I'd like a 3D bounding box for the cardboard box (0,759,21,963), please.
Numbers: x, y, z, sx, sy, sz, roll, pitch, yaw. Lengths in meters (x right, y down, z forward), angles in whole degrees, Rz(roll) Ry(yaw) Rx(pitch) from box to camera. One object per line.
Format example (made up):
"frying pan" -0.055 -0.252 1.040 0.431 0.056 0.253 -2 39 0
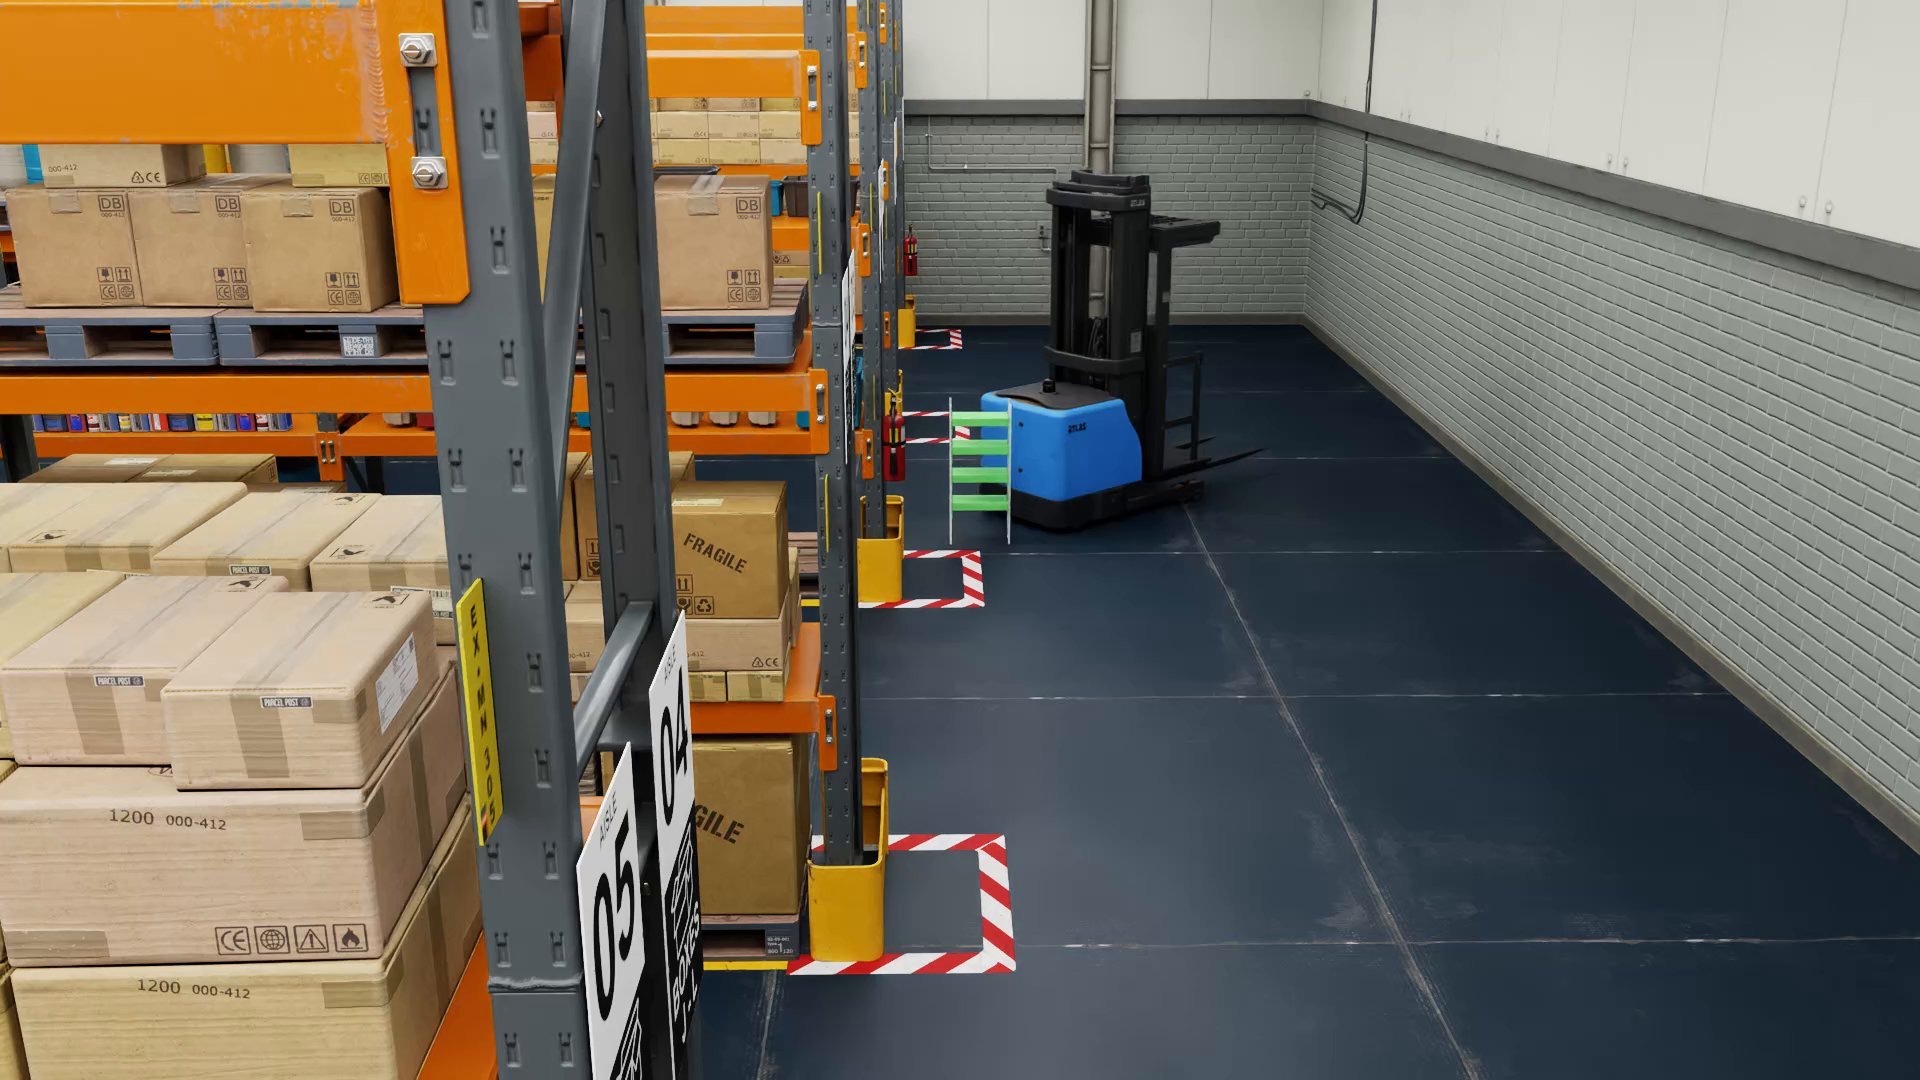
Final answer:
"cardboard box" -1.561 0.386 2.450 0.500 0.250 0.500 -1 18 -2

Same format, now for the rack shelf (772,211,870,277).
"rack shelf" -2.649 -2.206 12.280 4.000 0.370 1.077 0 18 -1

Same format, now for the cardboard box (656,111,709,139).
"cardboard box" -2.733 -4.149 16.587 0.500 0.250 0.500 0 18 -1

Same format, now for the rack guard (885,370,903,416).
"rack guard" -0.799 -1.452 17.756 0.348 0.500 1.175 0 18 -1

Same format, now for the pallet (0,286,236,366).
"pallet" -3.752 -0.985 7.441 1.213 0.211 1.003 0 18 -1

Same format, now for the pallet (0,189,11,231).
"pallet" -6.564 -2.409 12.045 1.213 0.211 1.003 0 18 -1

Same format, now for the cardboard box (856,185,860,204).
"cardboard box" -1.315 -4.293 22.028 0.700 0.700 0.980 1 18 2

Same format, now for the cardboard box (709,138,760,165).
"cardboard box" -2.233 -3.911 16.664 0.500 0.250 0.500 0 18 -1

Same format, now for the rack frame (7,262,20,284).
"rack frame" -12.804 -4.098 21.911 0.127 3.000 1.000 0 18 -1

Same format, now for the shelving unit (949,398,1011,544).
"shelving unit" 0.166 -0.572 13.867 0.503 1.200 0.258 0 18 -1

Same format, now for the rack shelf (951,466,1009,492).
"rack shelf" 0.166 -0.511 13.886 0.480 0.148 0.258 0 18 -1

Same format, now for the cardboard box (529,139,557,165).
"cardboard box" -4.233 -3.907 16.651 0.500 0.250 0.500 0 18 -1

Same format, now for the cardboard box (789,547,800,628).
"cardboard box" -1.055 0.233 8.171 0.500 0.250 0.500 -1 18 -2

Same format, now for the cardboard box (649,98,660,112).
"cardboard box" -3.235 -4.553 16.618 0.500 0.500 0.700 0 18 -1

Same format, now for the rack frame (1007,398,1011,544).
"rack frame" 0.409 -0.573 13.870 0.015 1.200 0.240 0 18 -1

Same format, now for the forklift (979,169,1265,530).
"forklift" 1.601 -1.840 14.987 3.031 2.935 1.130 -15 23 -40

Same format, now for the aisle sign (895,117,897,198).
"aisle sign" -0.660 -3.971 17.258 0.004 0.787 0.394 0 18 -1

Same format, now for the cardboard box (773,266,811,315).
"cardboard box" -1.685 -2.601 17.083 0.500 0.500 0.500 0 18 0

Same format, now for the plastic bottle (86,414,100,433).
"plastic bottle" -6.389 -0.900 12.269 0.097 0.201 0.097 0 18 0

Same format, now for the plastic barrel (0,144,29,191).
"plastic barrel" -6.878 -2.839 12.166 0.433 0.535 0.433 0 18 0

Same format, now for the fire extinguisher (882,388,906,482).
"fire extinguisher" -0.491 -0.777 12.297 0.183 0.674 0.296 0 18 -1

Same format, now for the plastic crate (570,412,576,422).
"plastic crate" -3.119 -1.034 12.455 0.530 0.282 0.437 0 18 -1

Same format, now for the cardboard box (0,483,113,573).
"cardboard box" -1.692 0.021 2.934 0.250 0.149 0.380 0 18 0

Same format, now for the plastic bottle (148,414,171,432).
"plastic bottle" -5.907 -0.947 12.291 0.135 0.276 0.152 0 18 -1

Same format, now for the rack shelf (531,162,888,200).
"rack shelf" -2.723 -3.719 16.997 4.000 0.370 1.077 0 18 -1

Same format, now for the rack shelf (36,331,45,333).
"rack shelf" -10.722 -2.252 17.334 4.000 0.370 1.077 0 18 -1

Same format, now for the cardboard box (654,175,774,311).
"cardboard box" -1.090 -1.322 7.331 0.500 0.500 0.700 -1 18 -4

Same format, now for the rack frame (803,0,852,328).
"rack frame" -0.571 -2.474 7.027 0.127 3.000 1.000 0 18 -1

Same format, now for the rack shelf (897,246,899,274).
"rack shelf" -2.805 -3.803 22.171 4.000 0.370 1.077 0 18 -1

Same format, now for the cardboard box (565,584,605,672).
"cardboard box" -1.558 0.398 7.654 0.500 0.250 0.500 -1 18 -2

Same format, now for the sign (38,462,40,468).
"sign" -4.580 -0.217 8.267 0.005 0.325 0.100 0 18 -1

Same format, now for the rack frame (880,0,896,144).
"rack frame" -0.723 -5.499 16.459 0.127 3.000 1.000 0 18 -1

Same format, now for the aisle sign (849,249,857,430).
"aisle sign" -0.503 -0.947 7.833 0.004 0.787 0.394 0 18 -1

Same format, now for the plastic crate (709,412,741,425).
"plastic crate" -1.751 -0.977 12.515 0.243 0.136 0.396 0 18 -1

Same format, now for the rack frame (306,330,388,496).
"rack frame" -4.648 -1.111 12.599 0.127 3.000 1.000 0 18 -1

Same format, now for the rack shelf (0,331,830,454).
"rack shelf" -2.570 -0.693 7.565 4.000 0.370 1.077 0 18 -1

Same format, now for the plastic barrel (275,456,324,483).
"plastic barrel" -5.193 -0.314 12.863 0.708 0.901 0.600 0 18 -1

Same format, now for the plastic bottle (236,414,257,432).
"plastic bottle" -5.268 -0.939 12.256 0.133 0.283 0.061 0 18 -1

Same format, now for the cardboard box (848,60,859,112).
"cardboard box" -1.237 -4.587 16.726 0.500 0.500 0.700 0 18 -1

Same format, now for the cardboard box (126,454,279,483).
"cardboard box" -3.614 -0.110 8.011 0.500 0.500 0.500 0 18 0

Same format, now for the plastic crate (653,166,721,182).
"plastic crate" -2.181 -2.605 12.449 0.767 0.338 0.504 0 18 -1

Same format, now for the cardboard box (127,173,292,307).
"cardboard box" -3.251 -1.345 7.403 0.500 0.500 0.700 1 18 2

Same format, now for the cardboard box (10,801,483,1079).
"cardboard box" -1.044 0.624 2.525 0.500 0.250 0.500 -1 18 -2

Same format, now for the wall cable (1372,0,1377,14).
"wall cable" 4.898 -7.030 18.047 0.112 2.526 3.097 0 18 -1

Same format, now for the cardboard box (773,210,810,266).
"cardboard box" -1.669 -3.078 16.930 0.500 0.500 0.500 0 18 1

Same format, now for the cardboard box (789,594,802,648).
"cardboard box" -0.931 0.403 8.290 0.250 0.149 0.380 0 18 0
